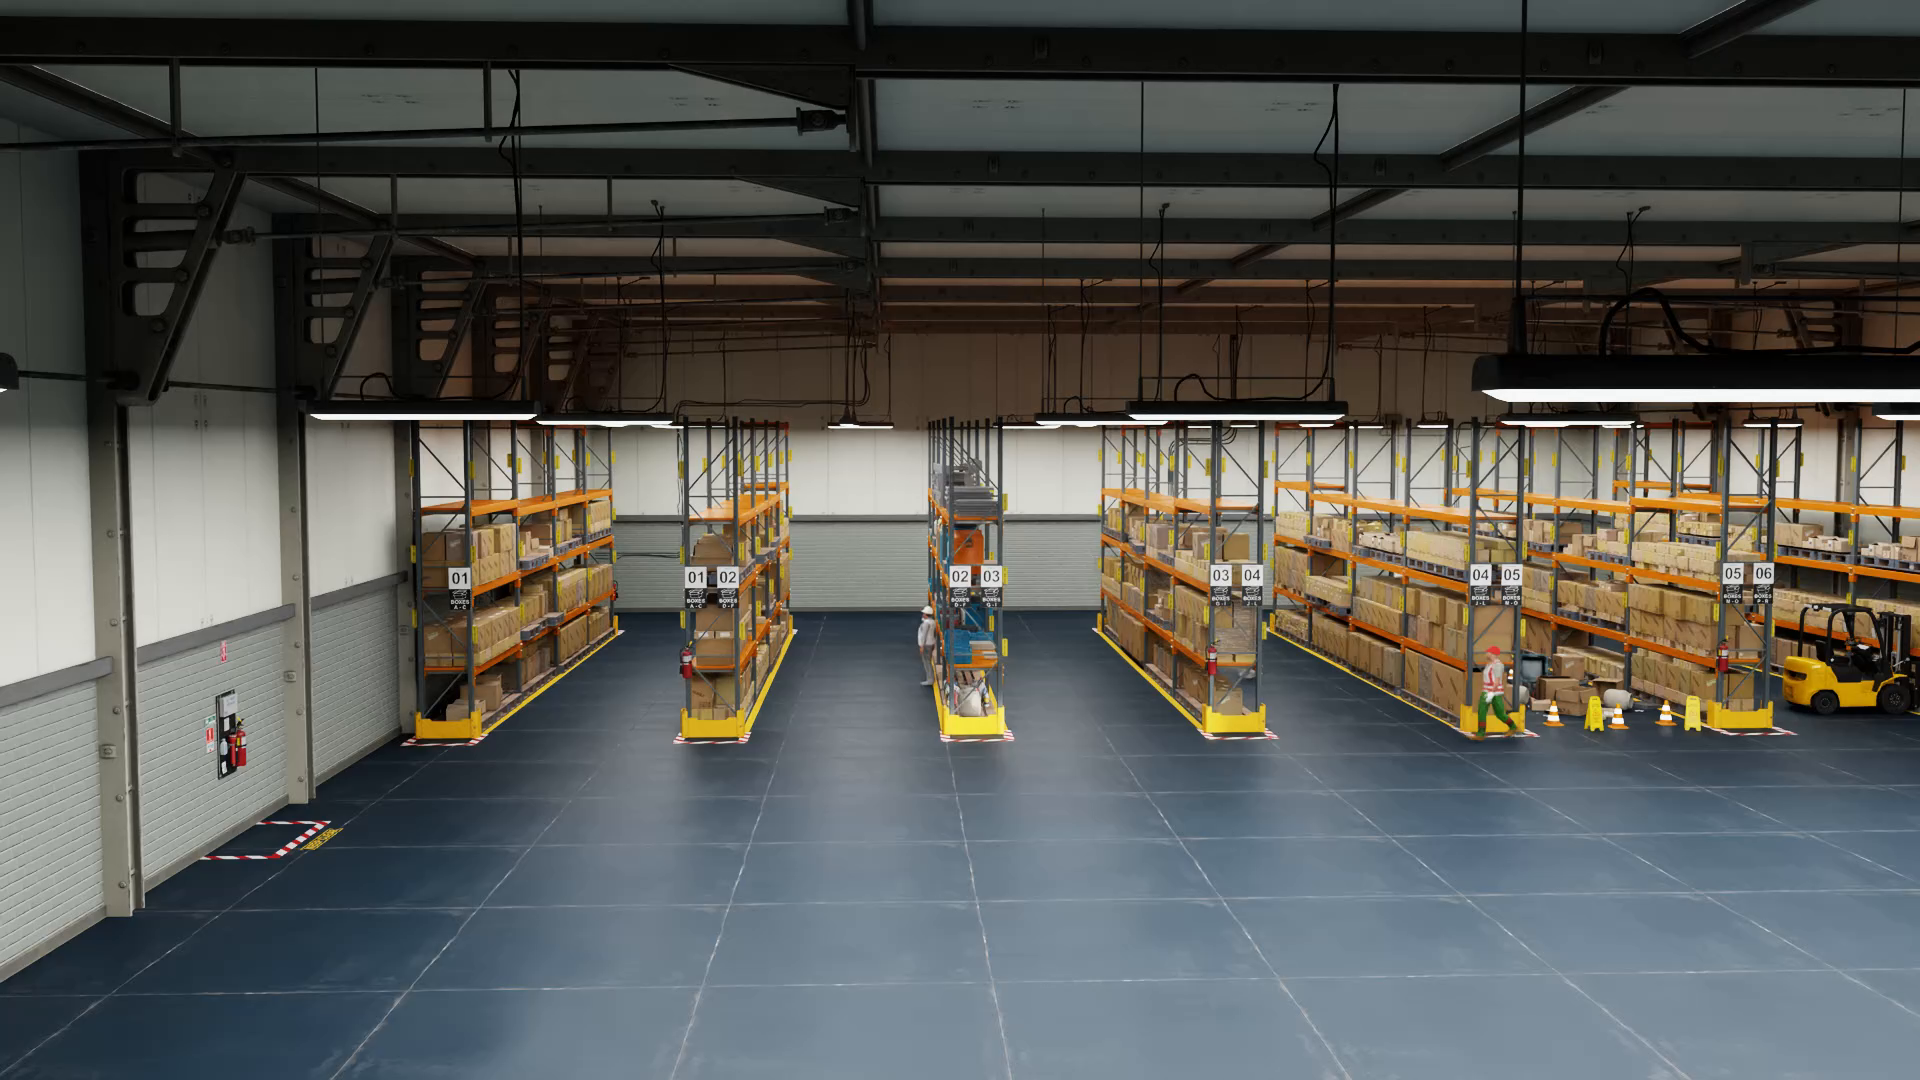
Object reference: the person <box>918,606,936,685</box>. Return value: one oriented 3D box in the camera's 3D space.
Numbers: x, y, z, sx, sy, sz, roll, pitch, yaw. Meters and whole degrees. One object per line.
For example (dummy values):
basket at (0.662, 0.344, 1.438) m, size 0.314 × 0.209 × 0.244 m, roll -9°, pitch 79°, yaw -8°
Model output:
person at (-0.743, 2.400, 37.525) m, size 0.393 × 1.813 × 0.622 m, roll 1°, pitch 4°, yaw 17°

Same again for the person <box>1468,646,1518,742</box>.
person at (9.850, 2.835, 30.687) m, size 0.912 × 1.776 × 0.490 m, roll -2°, pitch 4°, yaw -25°

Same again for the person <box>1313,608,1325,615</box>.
person at (10.611, 1.677, 49.832) m, size 0.847 × 1.578 × 0.442 m, roll -2°, pitch 4°, yaw -26°

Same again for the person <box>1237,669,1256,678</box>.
person at (6.710, 2.301, 38.793) m, size 0.418 × 1.782 × 0.585 m, roll -2°, pitch 4°, yaw -27°

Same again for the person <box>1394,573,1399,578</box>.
person at (12.206, 1.768, 46.966) m, size 0.734 × 1.709 × 0.986 m, roll -3°, pitch 5°, yaw -40°
